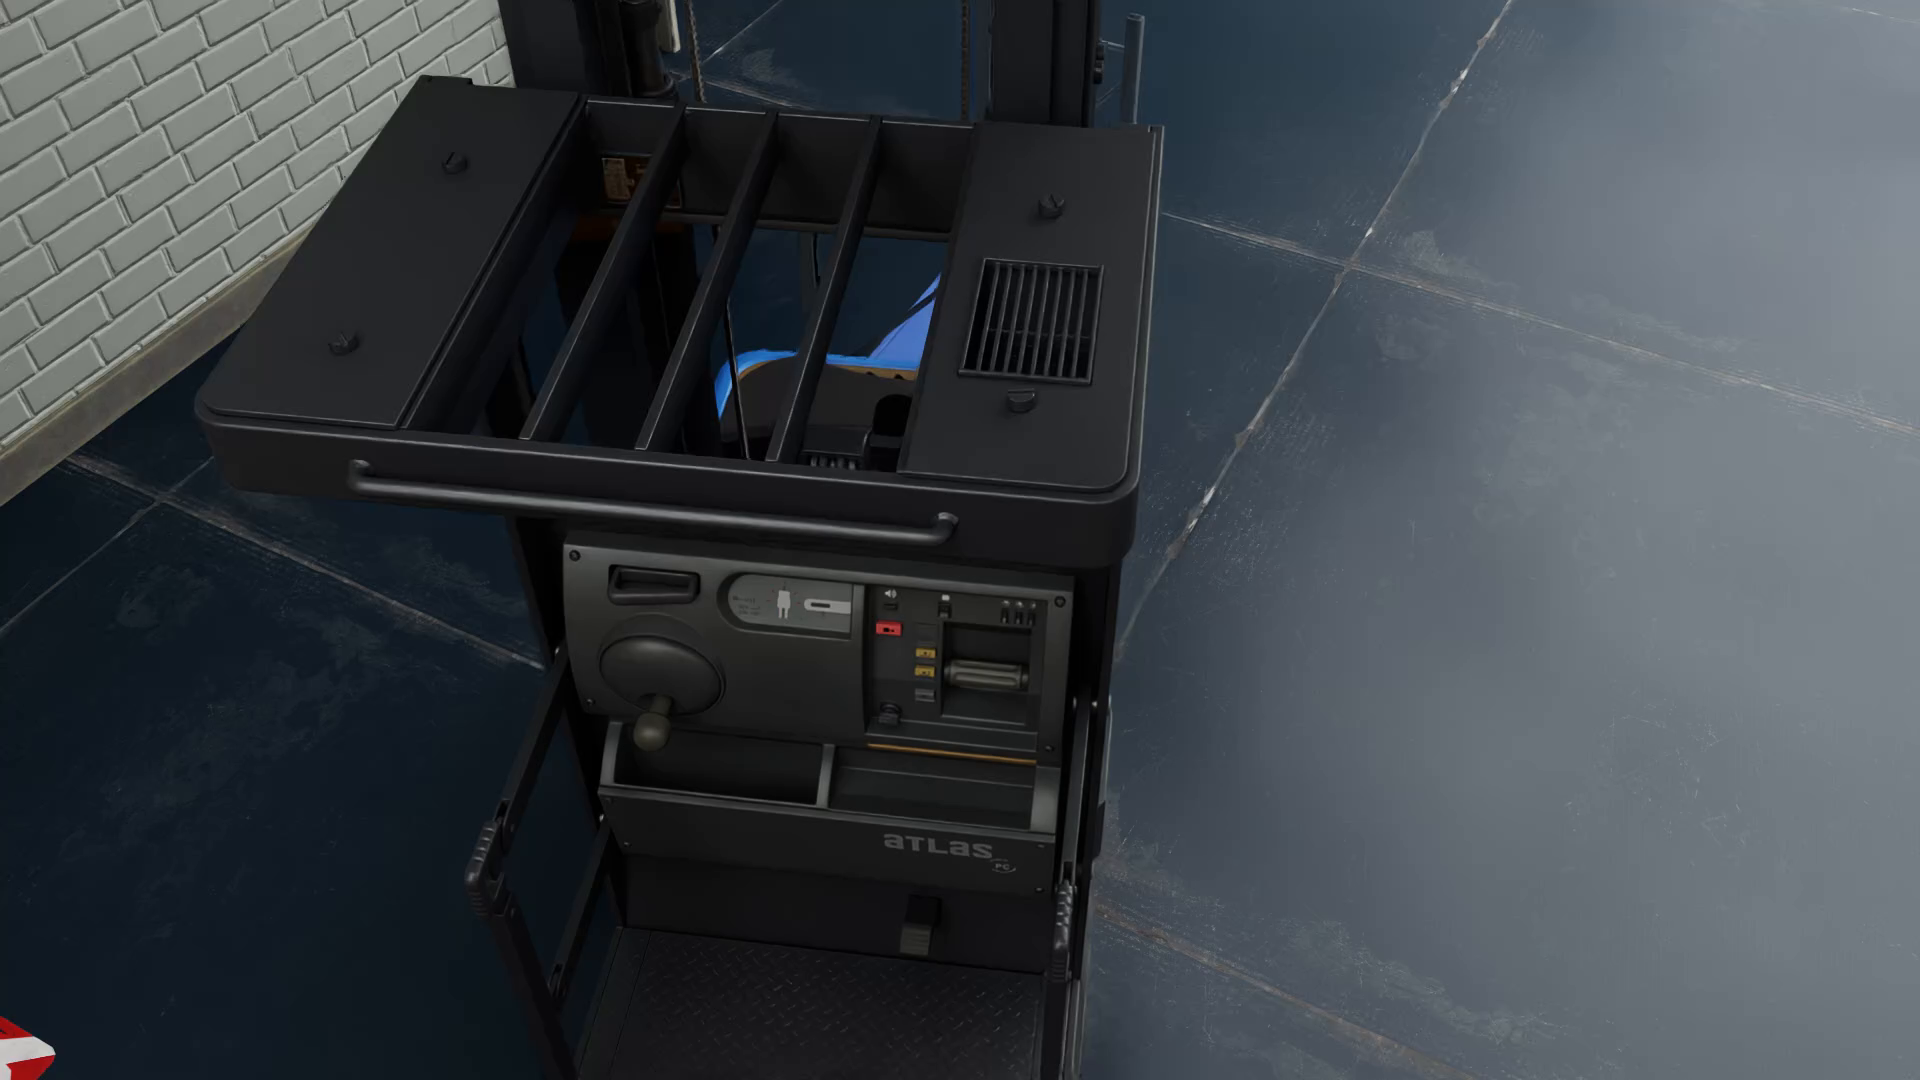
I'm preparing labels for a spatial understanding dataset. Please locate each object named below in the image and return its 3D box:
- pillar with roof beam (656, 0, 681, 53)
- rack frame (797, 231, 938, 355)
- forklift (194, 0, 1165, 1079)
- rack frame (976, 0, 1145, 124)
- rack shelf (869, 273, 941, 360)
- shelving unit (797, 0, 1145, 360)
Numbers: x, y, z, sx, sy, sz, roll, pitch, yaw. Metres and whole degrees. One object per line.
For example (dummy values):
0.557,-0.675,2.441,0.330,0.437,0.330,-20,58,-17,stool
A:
2.342,-3.867,2.745,9.100,9.000,0.400,20,49,19,pillar with roof beam
-0.184,-0.336,4.527,0.500,1.500,0.032,20,49,19,rack frame
-0.289,0.309,2.883,1.130,2.935,3.031,5,46,5,forklift
0.278,-0.980,5.164,0.500,1.500,0.032,20,49,19,rack frame
0.047,-0.531,4.974,0.538,0.185,1.000,20,49,19,rack shelf
0.047,-0.658,4.846,0.538,1.500,1.048,20,49,19,shelving unit
